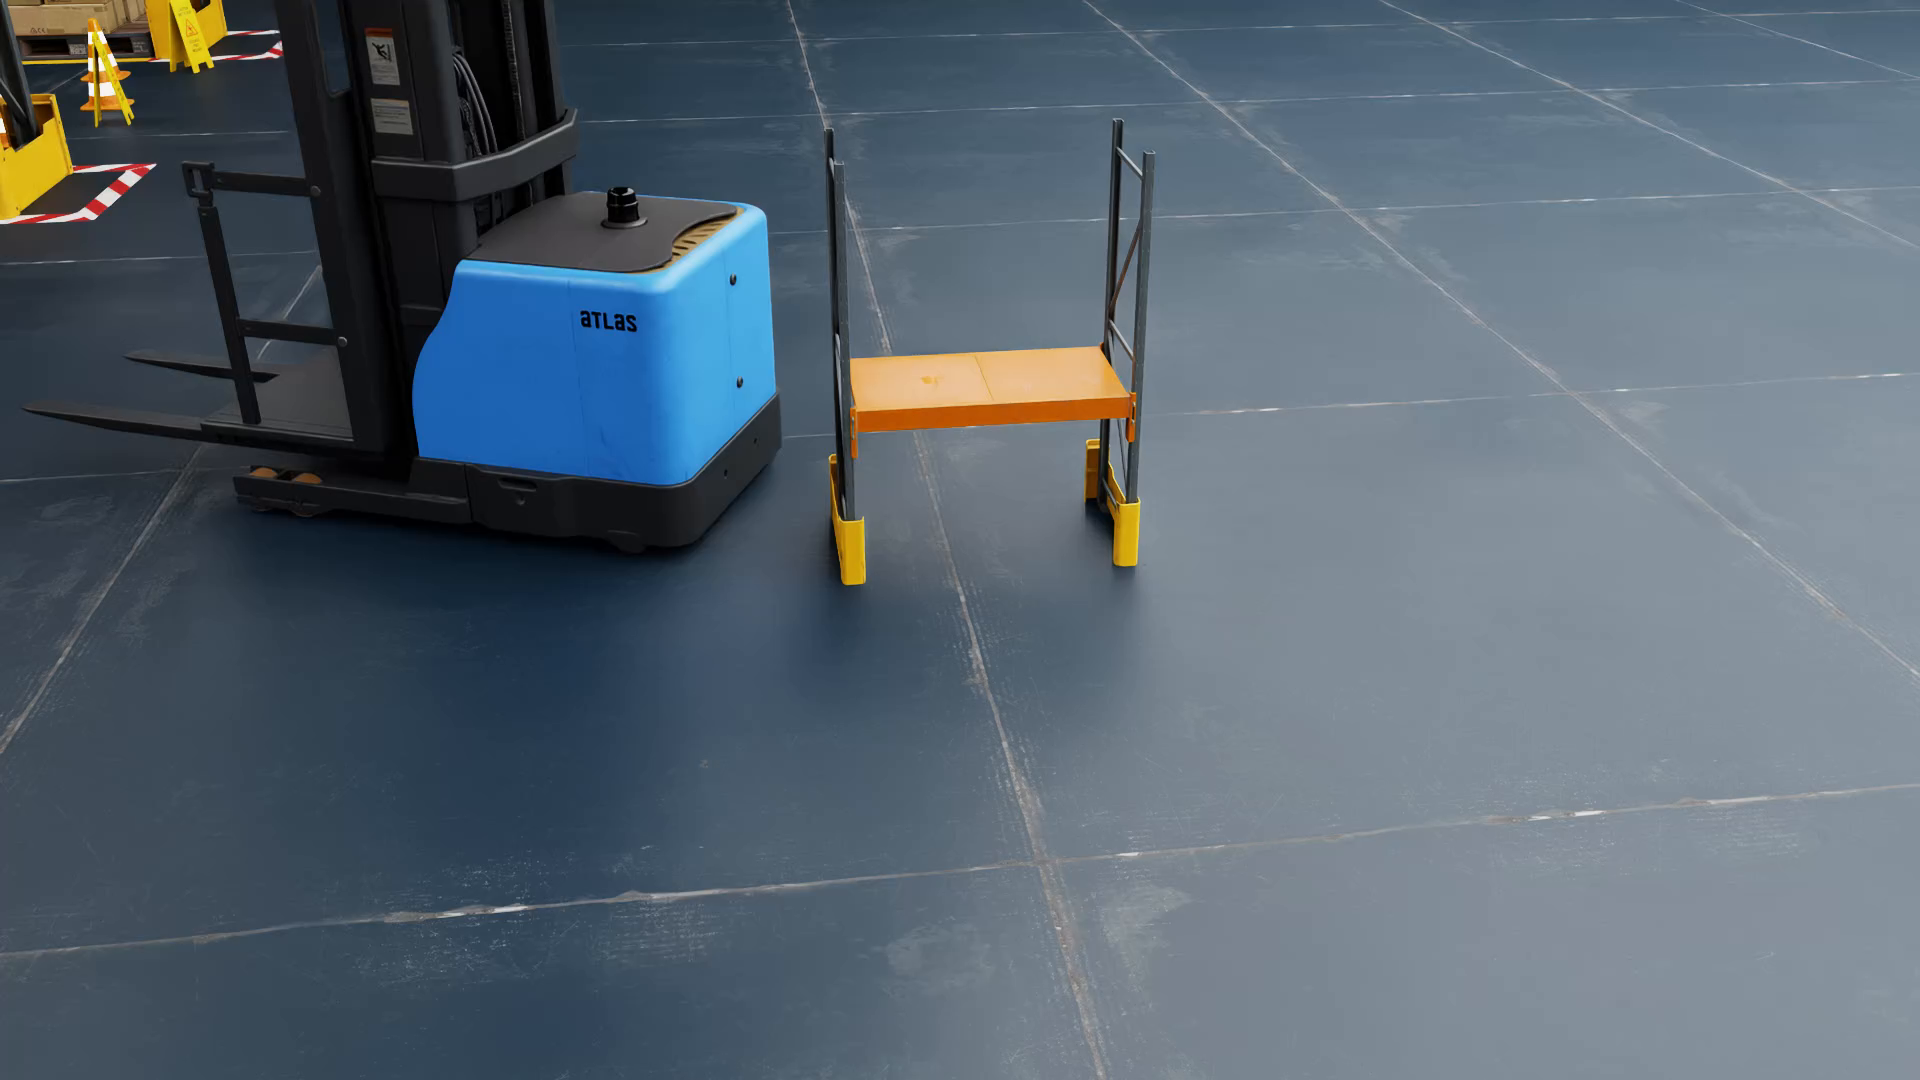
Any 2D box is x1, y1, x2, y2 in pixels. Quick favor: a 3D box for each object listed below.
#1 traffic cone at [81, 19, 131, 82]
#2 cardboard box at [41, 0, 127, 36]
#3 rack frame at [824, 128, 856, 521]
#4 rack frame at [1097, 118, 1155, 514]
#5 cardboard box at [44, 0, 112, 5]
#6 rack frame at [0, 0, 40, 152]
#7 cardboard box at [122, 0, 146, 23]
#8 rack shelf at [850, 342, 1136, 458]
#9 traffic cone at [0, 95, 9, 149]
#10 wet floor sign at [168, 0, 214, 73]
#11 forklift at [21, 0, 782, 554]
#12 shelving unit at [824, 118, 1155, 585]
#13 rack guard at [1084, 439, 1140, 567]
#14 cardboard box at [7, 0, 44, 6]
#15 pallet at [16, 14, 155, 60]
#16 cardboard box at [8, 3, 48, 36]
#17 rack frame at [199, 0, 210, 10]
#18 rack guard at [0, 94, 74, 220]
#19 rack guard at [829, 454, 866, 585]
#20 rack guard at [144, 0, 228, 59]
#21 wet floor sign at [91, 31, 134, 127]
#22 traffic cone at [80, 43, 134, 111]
[{"bbox_3d":[-7.013,-4.007,13.552,0.334,0.463,0.336,-4,27,-7],"label":"traffic cone"},{"bbox_3d":[-7.554,-4.535,14.354,0.500,0.250,0.500,-4,27,-7],"label":"cardboard box"},{"bbox_3d":[-0.419,-0.640,5.855,0.032,1.500,0.500,-4,27,-7],"label":"rack frame"},{"bbox_3d":[0.588,-0.705,5.981,0.032,1.500,0.500,-4,27,-7],"label":"rack frame"},{"bbox_3d":[-7.524,-4.874,14.194,0.500,0.500,0.500,-4,27,-7],"label":"cardboard box"},{"bbox_3d":[-5.977,-3.515,9.814,0.127,3.000,1.000,-4,27,-7],"label":"rack frame"},{"bbox_3d":[-7.604,-4.783,14.838,0.500,0.250,0.500,-4,27,-8],"label":"cardboard box"},{"bbox_3d":[0.084,-0.513,6.000,1.000,0.185,0.538,-4,27,-7],"label":"rack shelf"},{"bbox_3d":[-6.701,-2.994,11.579,0.334,0.463,0.336,-4,27,-7],"label":"traffic cone"},{"bbox_3d":[-6.430,-4.227,13.781,0.232,0.644,0.267,6,28,11],"label":"wet floor sign"},{"bbox_3d":[-2.307,-1.615,6.187,3.031,2.935,1.130,7,28,13],"label":"forklift"},{"bbox_3d":[0.075,-0.672,5.917,1.083,1.500,0.587,-4,27,-7],"label":"shelving unit"},{"bbox_3d":[0.569,-0.148,6.264,0.087,0.250,0.587,-4,27,-7],"label":"rack guard"},{"bbox_3d":[-8.040,-4.840,14.127,0.500,0.500,0.500,-3,27,-5],"label":"cardboard box"},{"bbox_3d":[-7.652,-4.465,14.720,1.213,0.211,1.003,-4,27,-7],"label":"pallet"},{"bbox_3d":[-8.044,-4.507,14.300,0.500,0.250,0.500,-4,27,-7],"label":"cardboard box"},{"bbox_3d":[-6.767,-5.746,14.163,0.127,3.000,1.000,-4,27,-7],"label":"rack frame"},{"bbox_3d":[-5.953,-2.404,10.388,0.348,0.500,1.175,-4,27,-7],"label":"rack guard"},{"bbox_3d":[-0.418,-0.084,6.141,0.087,0.250,0.587,-4,27,-7],"label":"rack guard"},{"bbox_3d":[-6.842,-4.629,14.724,0.348,0.500,1.175,-4,27,-7],"label":"rack guard"},{"bbox_3d":[-6.224,-3.364,12.100,0.232,0.644,0.267,-8,28,-16],"label":"wet floor sign"},{"bbox_3d":[-6.522,-3.527,12.616,0.334,0.463,0.336,-4,27,-7],"label":"traffic cone"}]
